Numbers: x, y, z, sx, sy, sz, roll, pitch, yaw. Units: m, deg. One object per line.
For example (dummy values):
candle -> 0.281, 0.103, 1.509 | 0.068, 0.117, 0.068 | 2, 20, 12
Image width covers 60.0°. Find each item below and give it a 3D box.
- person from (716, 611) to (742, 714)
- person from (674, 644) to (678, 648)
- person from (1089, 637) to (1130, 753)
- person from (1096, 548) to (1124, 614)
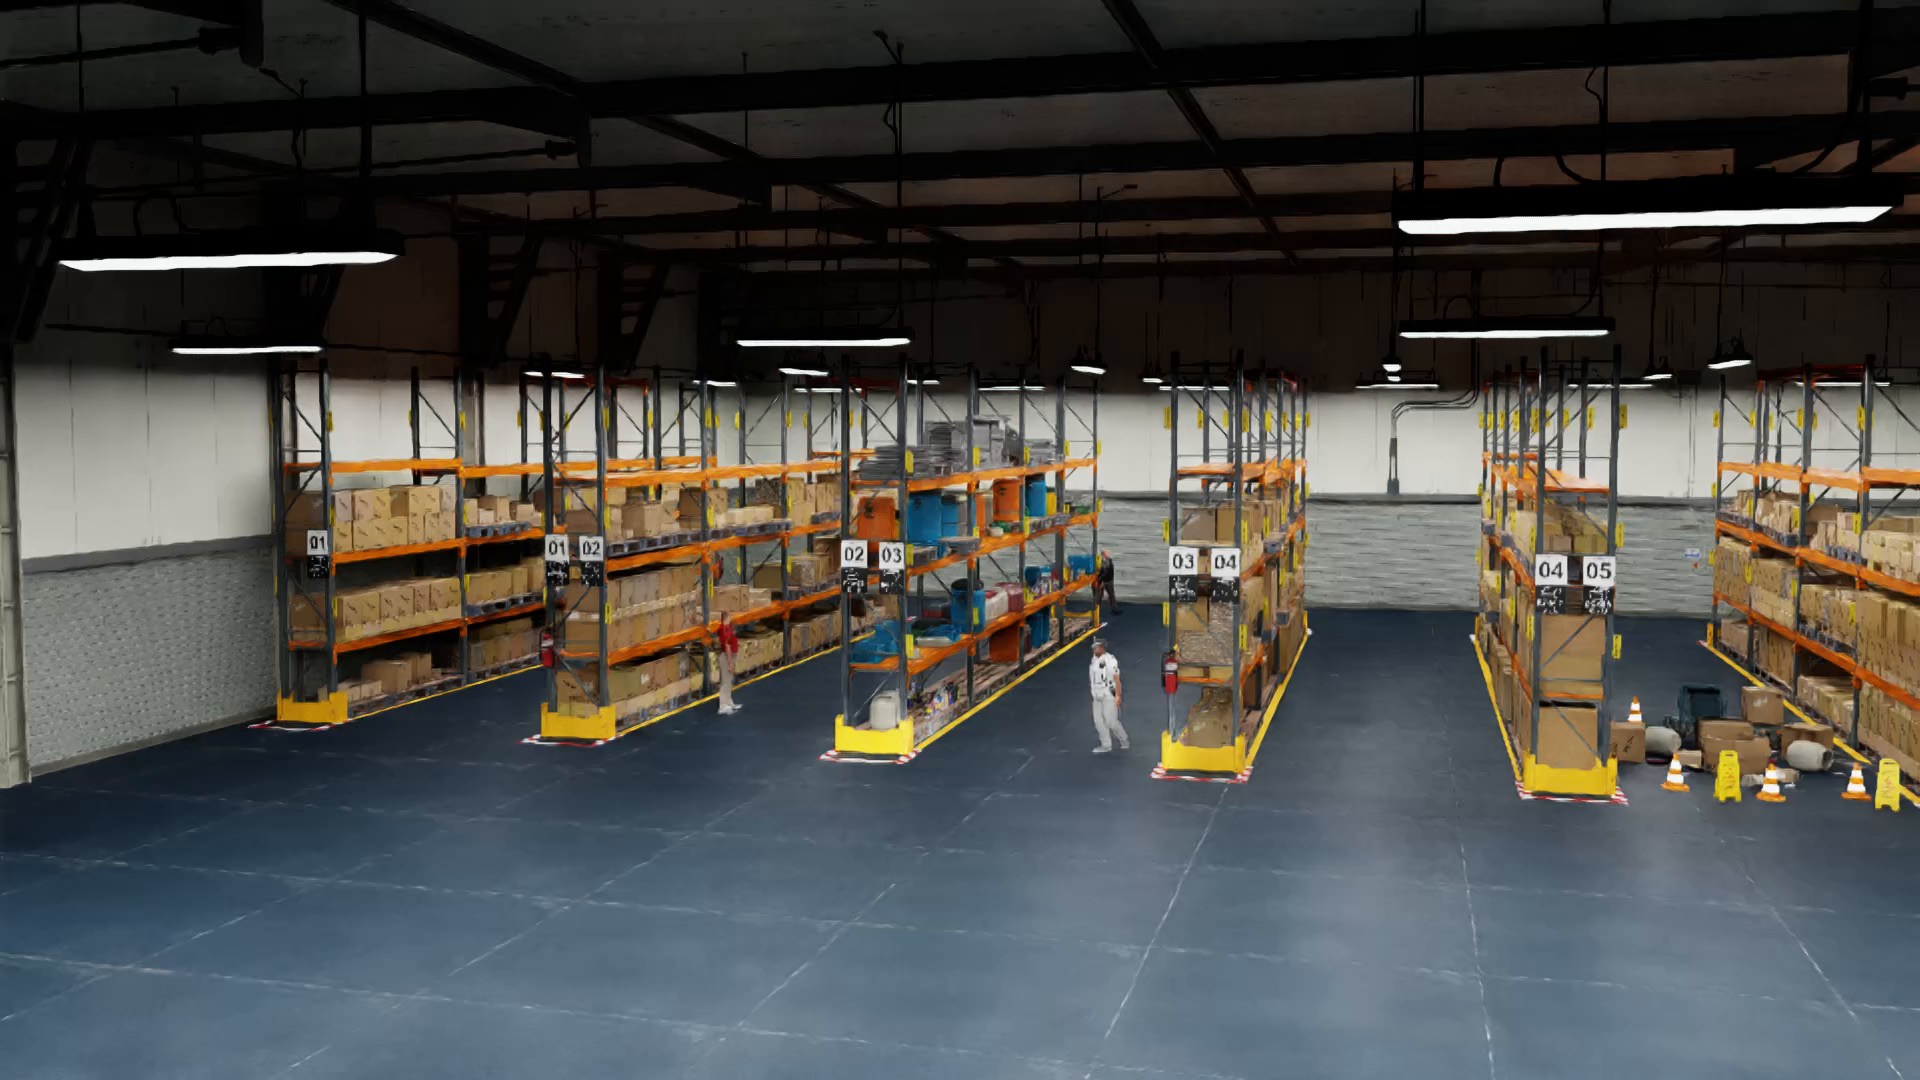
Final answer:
person -> -3.949, 2.087, 28.492 | 0.450, 1.708, 0.589 | -1, 4, -16
person -> -5.987, 1.794, 33.785 | 0.408, 1.533, 0.961 | 2, 4, 24
person -> 2.242, 2.332, 25.085 | 0.535, 1.744, 0.602 | -3, 5, -38
person -> 3.770, 1.063, 42.714 | 0.737, 1.712, 0.565 | -3, 5, -37
